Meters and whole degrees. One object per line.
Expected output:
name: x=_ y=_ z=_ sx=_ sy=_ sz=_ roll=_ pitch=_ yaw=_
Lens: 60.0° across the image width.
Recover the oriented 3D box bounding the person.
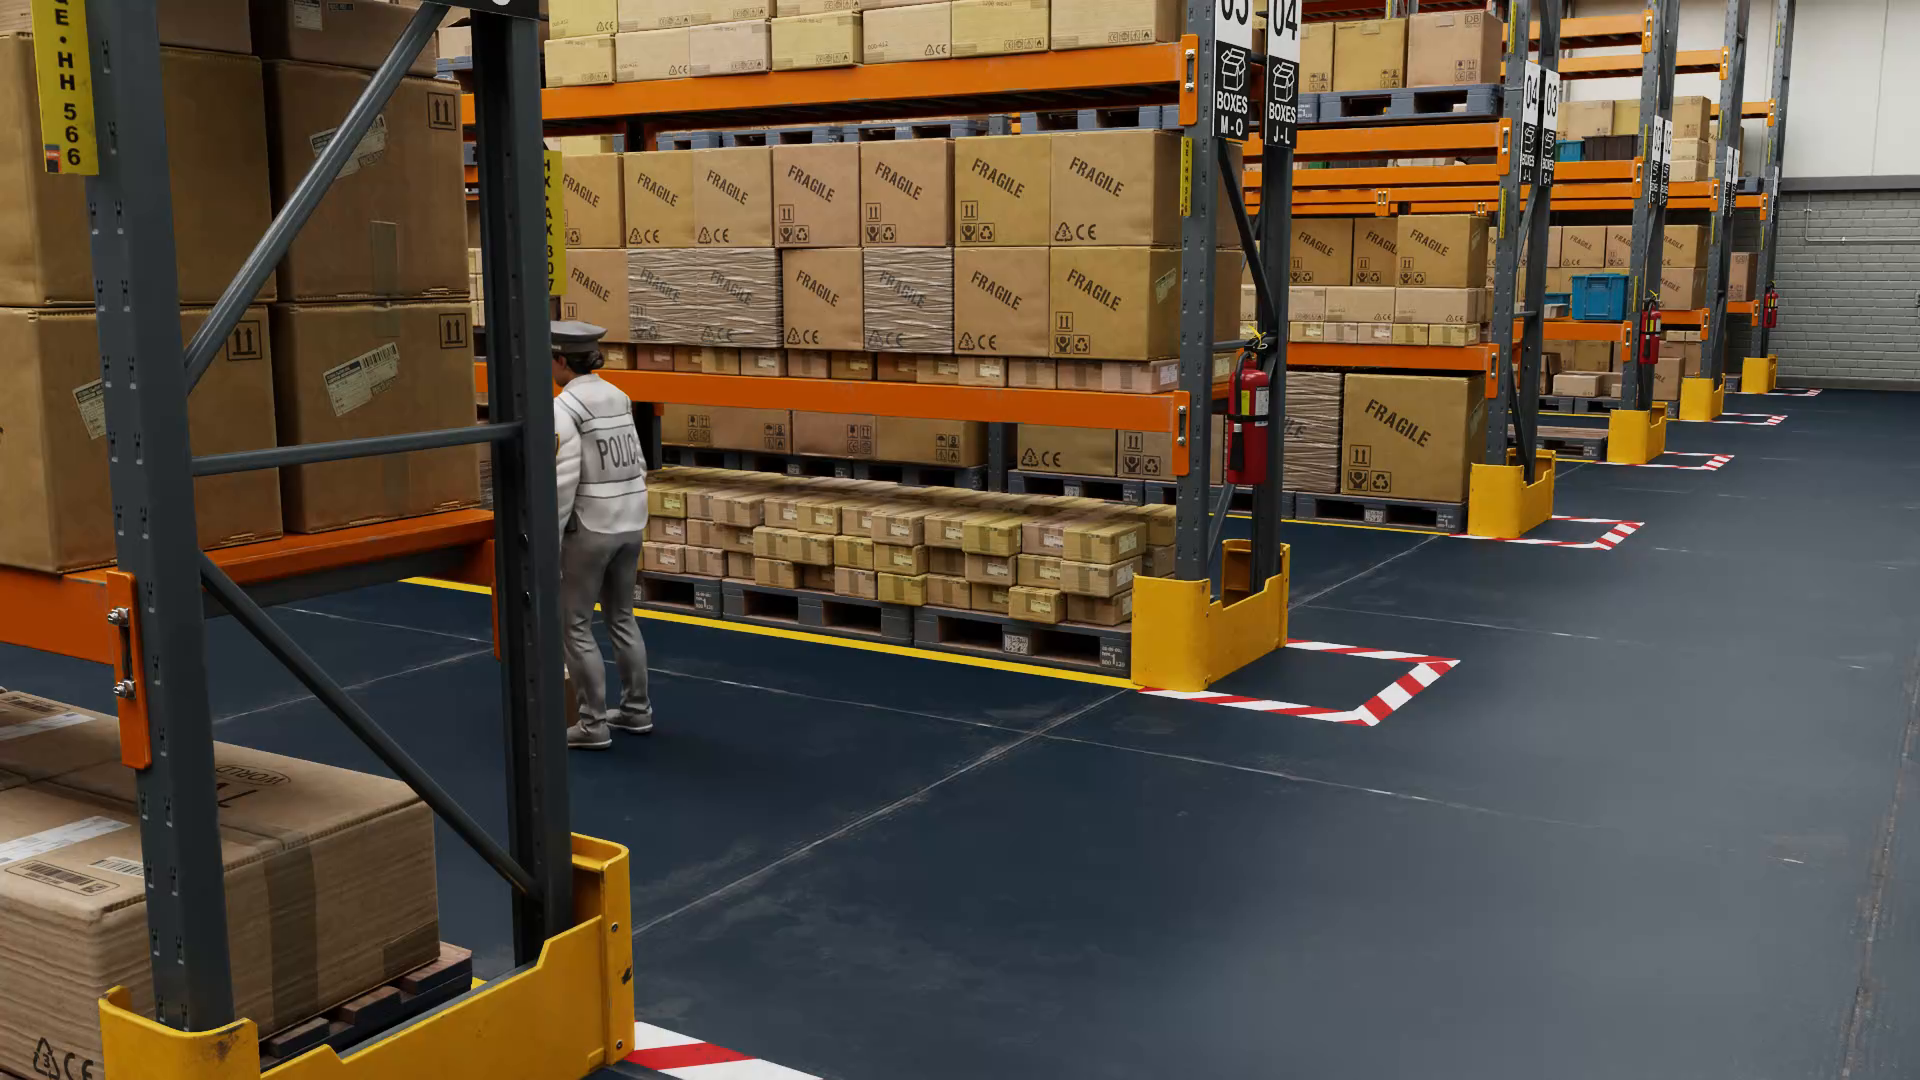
person: x=-1.429 y=-0.019 z=6.494 sx=0.375 sy=1.662 sz=0.542 roll=5 pitch=11 yaw=27
